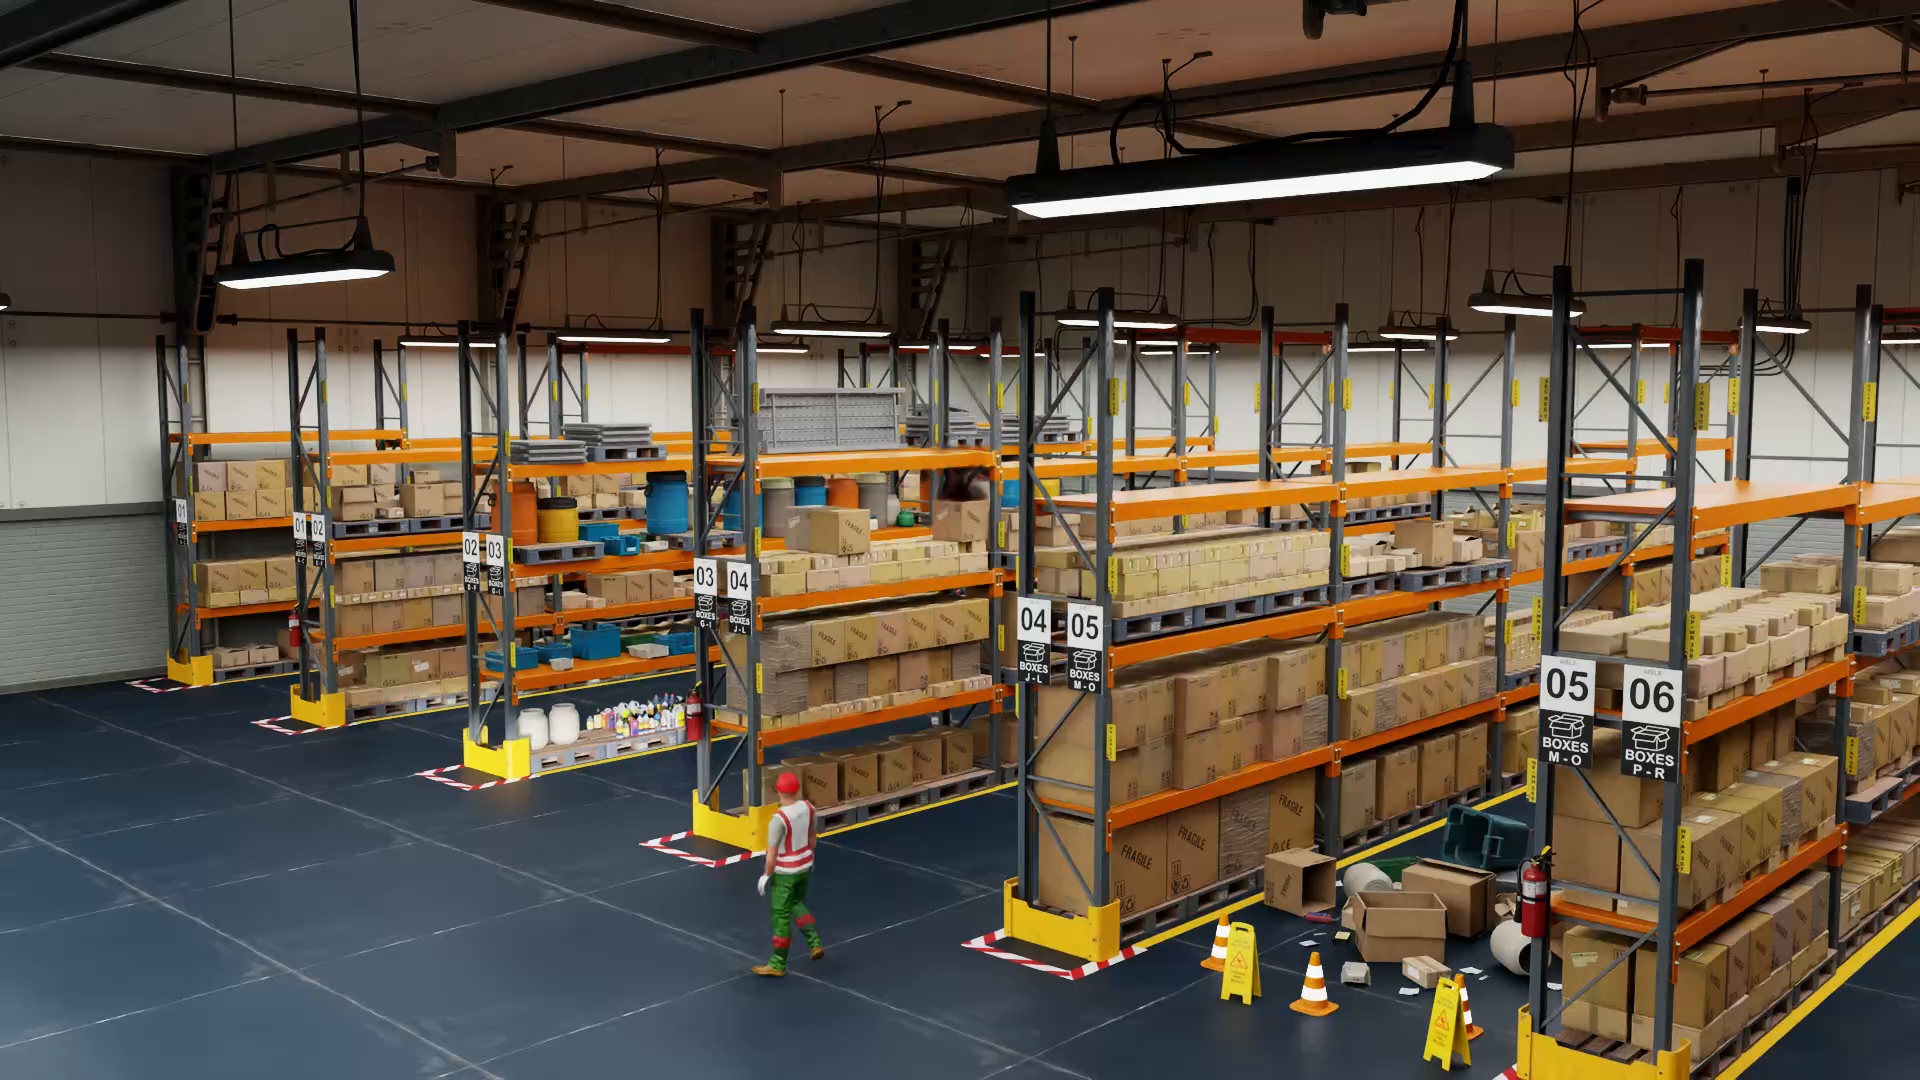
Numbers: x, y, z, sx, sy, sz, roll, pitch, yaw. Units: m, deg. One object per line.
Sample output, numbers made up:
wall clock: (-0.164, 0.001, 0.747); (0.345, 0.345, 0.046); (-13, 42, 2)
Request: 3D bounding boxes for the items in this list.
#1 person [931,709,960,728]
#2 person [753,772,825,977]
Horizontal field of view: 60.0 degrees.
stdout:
person: (-0.260, 1.922, 24.952); (0.398, 1.791, 0.619); (4, 7, 37)
person: (-1.489, 2.896, 14.579); (0.507, 1.787, 0.632); (3, 6, 29)
